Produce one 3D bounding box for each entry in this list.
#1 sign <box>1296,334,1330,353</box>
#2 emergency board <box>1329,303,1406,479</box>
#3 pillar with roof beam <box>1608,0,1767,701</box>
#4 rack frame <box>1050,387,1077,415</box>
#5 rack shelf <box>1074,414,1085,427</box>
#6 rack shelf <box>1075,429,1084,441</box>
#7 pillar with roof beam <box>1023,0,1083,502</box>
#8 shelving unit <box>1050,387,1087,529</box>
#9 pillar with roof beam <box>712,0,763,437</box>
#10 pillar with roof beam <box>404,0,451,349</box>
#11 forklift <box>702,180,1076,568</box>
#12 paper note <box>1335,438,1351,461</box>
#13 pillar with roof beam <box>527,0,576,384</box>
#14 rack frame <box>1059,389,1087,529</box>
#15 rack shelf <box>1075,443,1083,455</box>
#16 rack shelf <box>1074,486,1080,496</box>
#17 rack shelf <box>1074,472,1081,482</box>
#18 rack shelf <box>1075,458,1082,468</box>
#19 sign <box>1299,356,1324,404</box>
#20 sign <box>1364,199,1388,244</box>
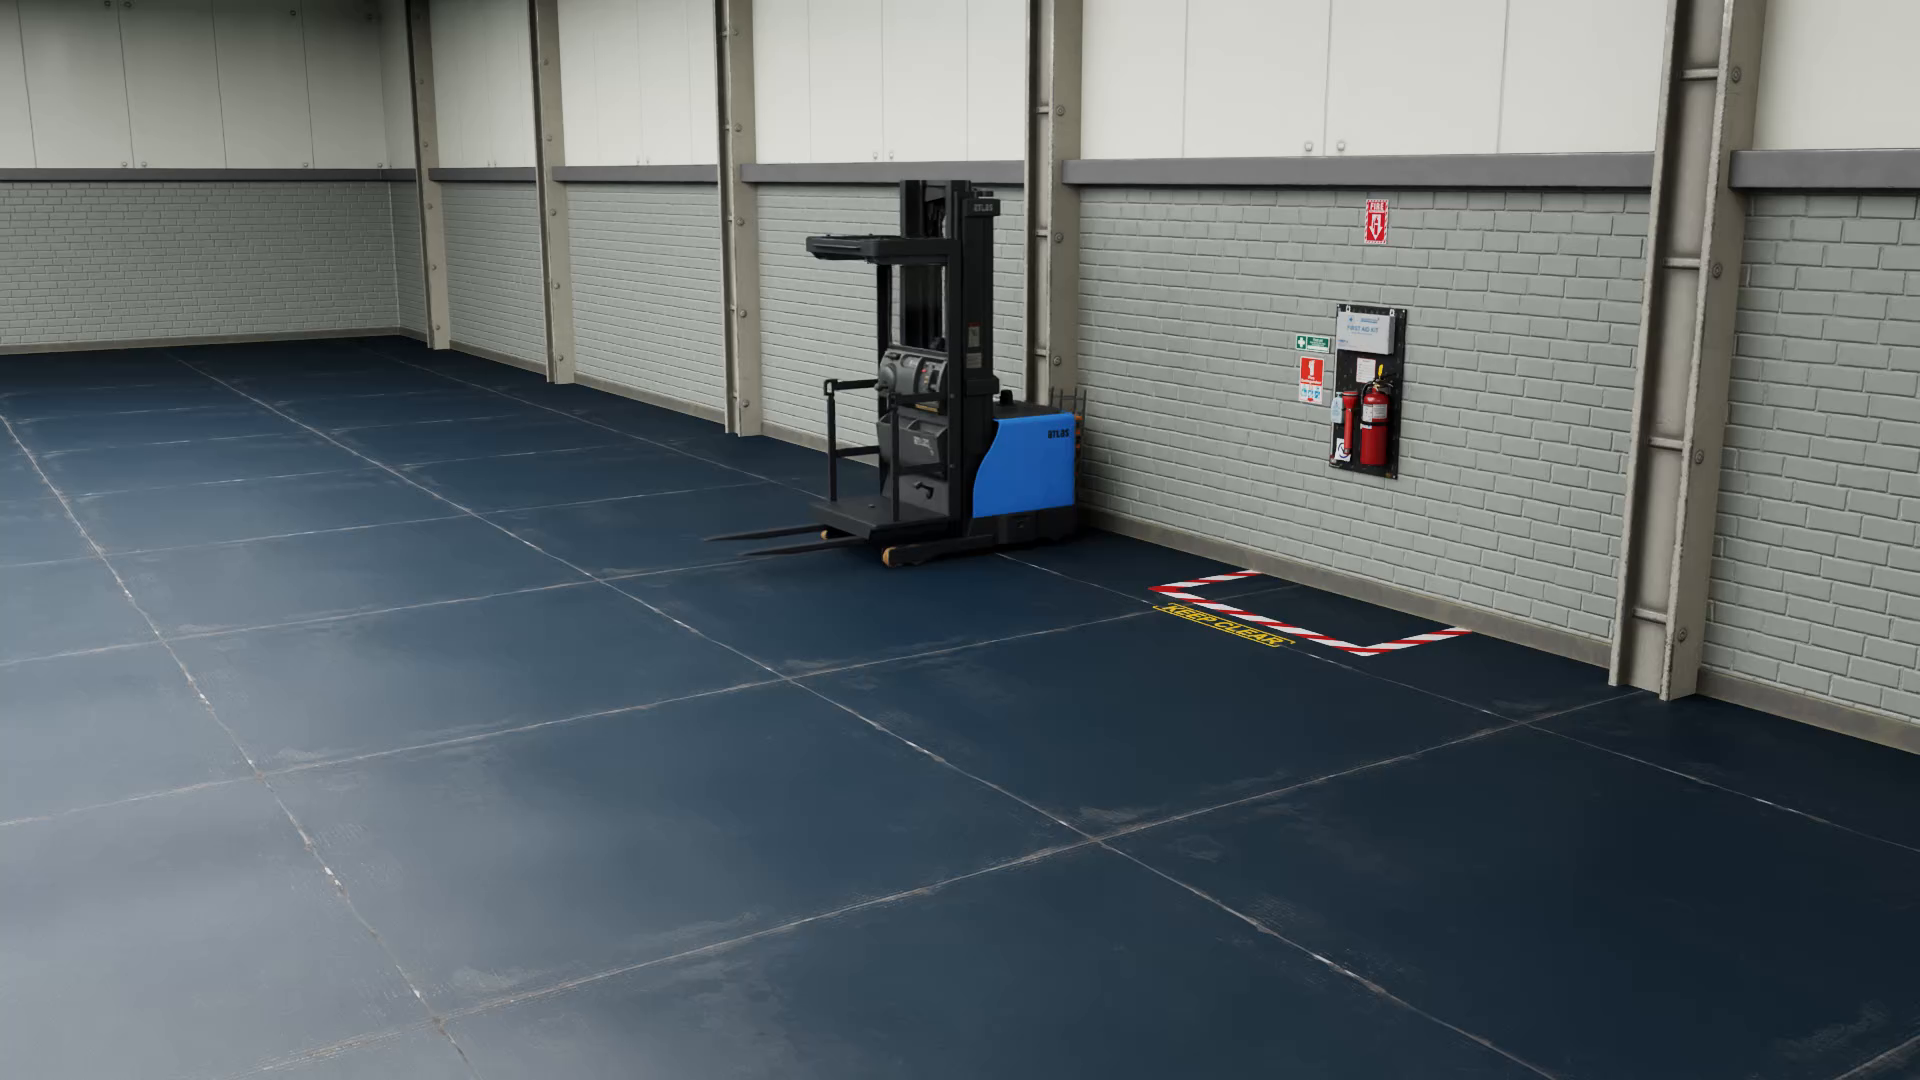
[{"bbox_3d":[2.544,-1.418,12.001,0.001,0.109,0.331,-8,15,-33],"label":"sign"},{"bbox_3d":[2.769,-1.033,11.564,0.194,1.169,0.643,-8,15,-33],"label":"emergency board"},{"bbox_3d":[0.523,-3.010,6.563,9.100,9.000,0.400,-8,15,-33],"label":"pillar with roof beam"},{"bbox_3d":[0.858,-0.719,14.300,0.240,1.200,0.006,-1,12,-21],"label":"rack frame"},{"bbox_3d":[0.909,-1.009,14.154,0.258,0.103,0.180,-1,12,-21],"label":"rack shelf"},{"bbox_3d":[0.902,-0.891,14.178,0.258,0.103,0.180,-1,12,-21],"label":"rack shelf"},{"bbox_3d":[-2.801,-4.077,11.442,9.100,9.000,0.400,-8,15,-33],"label":"pillar with roof beam"},{"bbox_3d":[0.891,-0.700,14.217,0.258,1.200,0.189,-1,12,-21],"label":"shelving unit"},{"bbox_3d":[-6.126,-5.144,16.322,9.100,9.000,0.400,-8,15,-33],"label":"pillar with roof beam"},{"bbox_3d":[-12.774,-7.278,26.081,9.100,9.000,0.400,-8,15,-33],"label":"pillar with roof beam"},{"bbox_3d":[-0.551,-1.341,13.132,3.031,2.935,1.130,-8,15,-33],"label":"forklift"},{"bbox_3d":[2.729,-0.642,11.839,0.016,0.148,0.142,-8,15,-33],"label":"paper note"},{"bbox_3d":[-9.450,-6.211,21.201,9.100,9.000,0.400,-8,15,-33],"label":"pillar with roof beam"},{"bbox_3d":[0.924,-0.681,14.134,0.240,1.200,0.006,-1,12,-21],"label":"rack frame"},{"bbox_3d":[0.895,-0.774,14.202,0.258,0.103,0.180,-1,12,-21],"label":"rack shelf"},{"bbox_3d":[0.874,-0.422,14.274,0.258,0.103,0.180,-1,12,-21],"label":"rack shelf"},{"bbox_3d":[0.881,-0.539,14.250,0.258,0.103,0.180,-1,12,-21],"label":"rack shelf"},{"bbox_3d":[0.888,-0.657,14.226,0.258,0.103,0.180,-1,12,-21],"label":"rack shelf"},{"bbox_3d":[2.549,-1.161,12.066,0.001,0.329,0.234,-8,15,-33],"label":"sign"},{"bbox_3d":[2.848,-2.179,11.377,0.001,0.298,0.199,-8,15,-33],"label":"sign"}]
